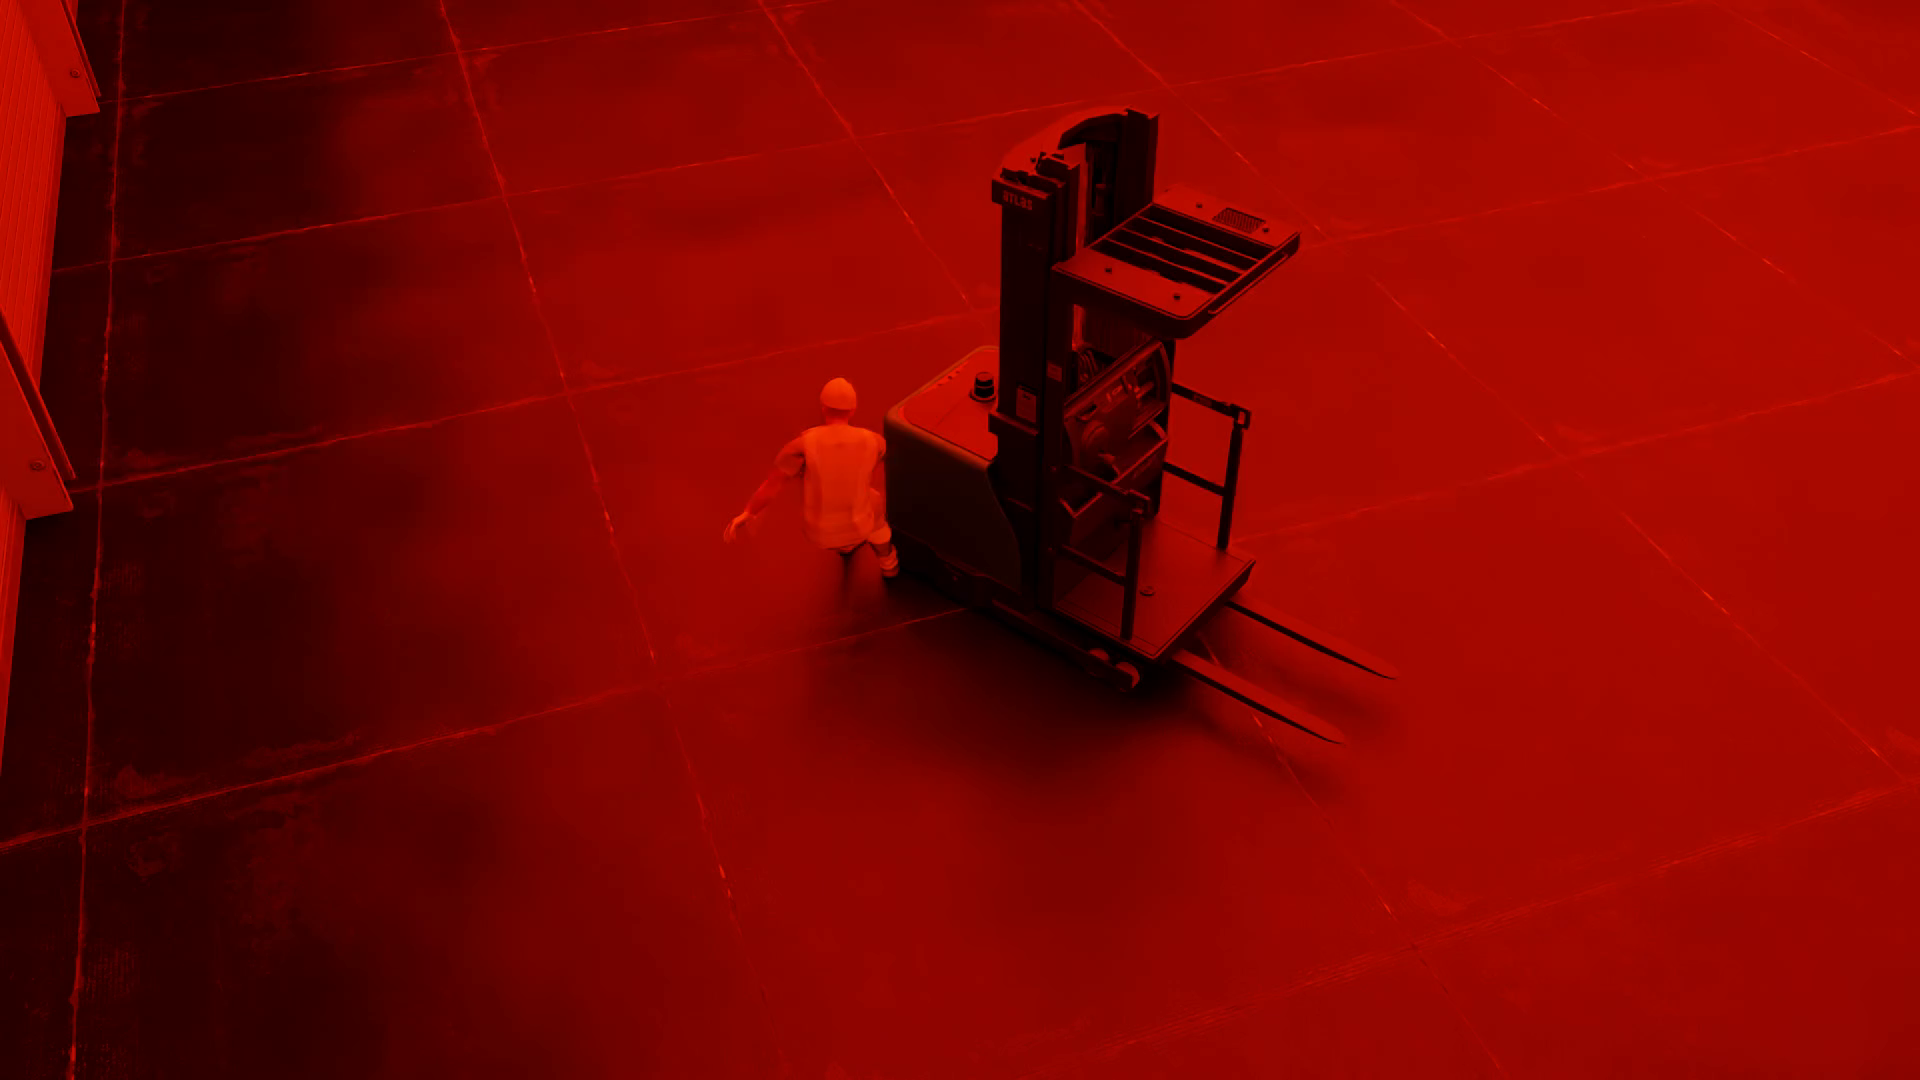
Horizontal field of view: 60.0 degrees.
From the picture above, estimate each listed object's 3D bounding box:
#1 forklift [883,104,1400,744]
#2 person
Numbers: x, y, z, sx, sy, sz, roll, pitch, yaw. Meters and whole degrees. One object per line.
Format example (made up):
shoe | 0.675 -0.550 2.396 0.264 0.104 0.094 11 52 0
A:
forklift | 1.009 -0.667 8.790 3.031 2.935 1.130 27 47 29
person | -0.835 -0.292 9.528 1.084 1.497 0.964 -6 40 -7
